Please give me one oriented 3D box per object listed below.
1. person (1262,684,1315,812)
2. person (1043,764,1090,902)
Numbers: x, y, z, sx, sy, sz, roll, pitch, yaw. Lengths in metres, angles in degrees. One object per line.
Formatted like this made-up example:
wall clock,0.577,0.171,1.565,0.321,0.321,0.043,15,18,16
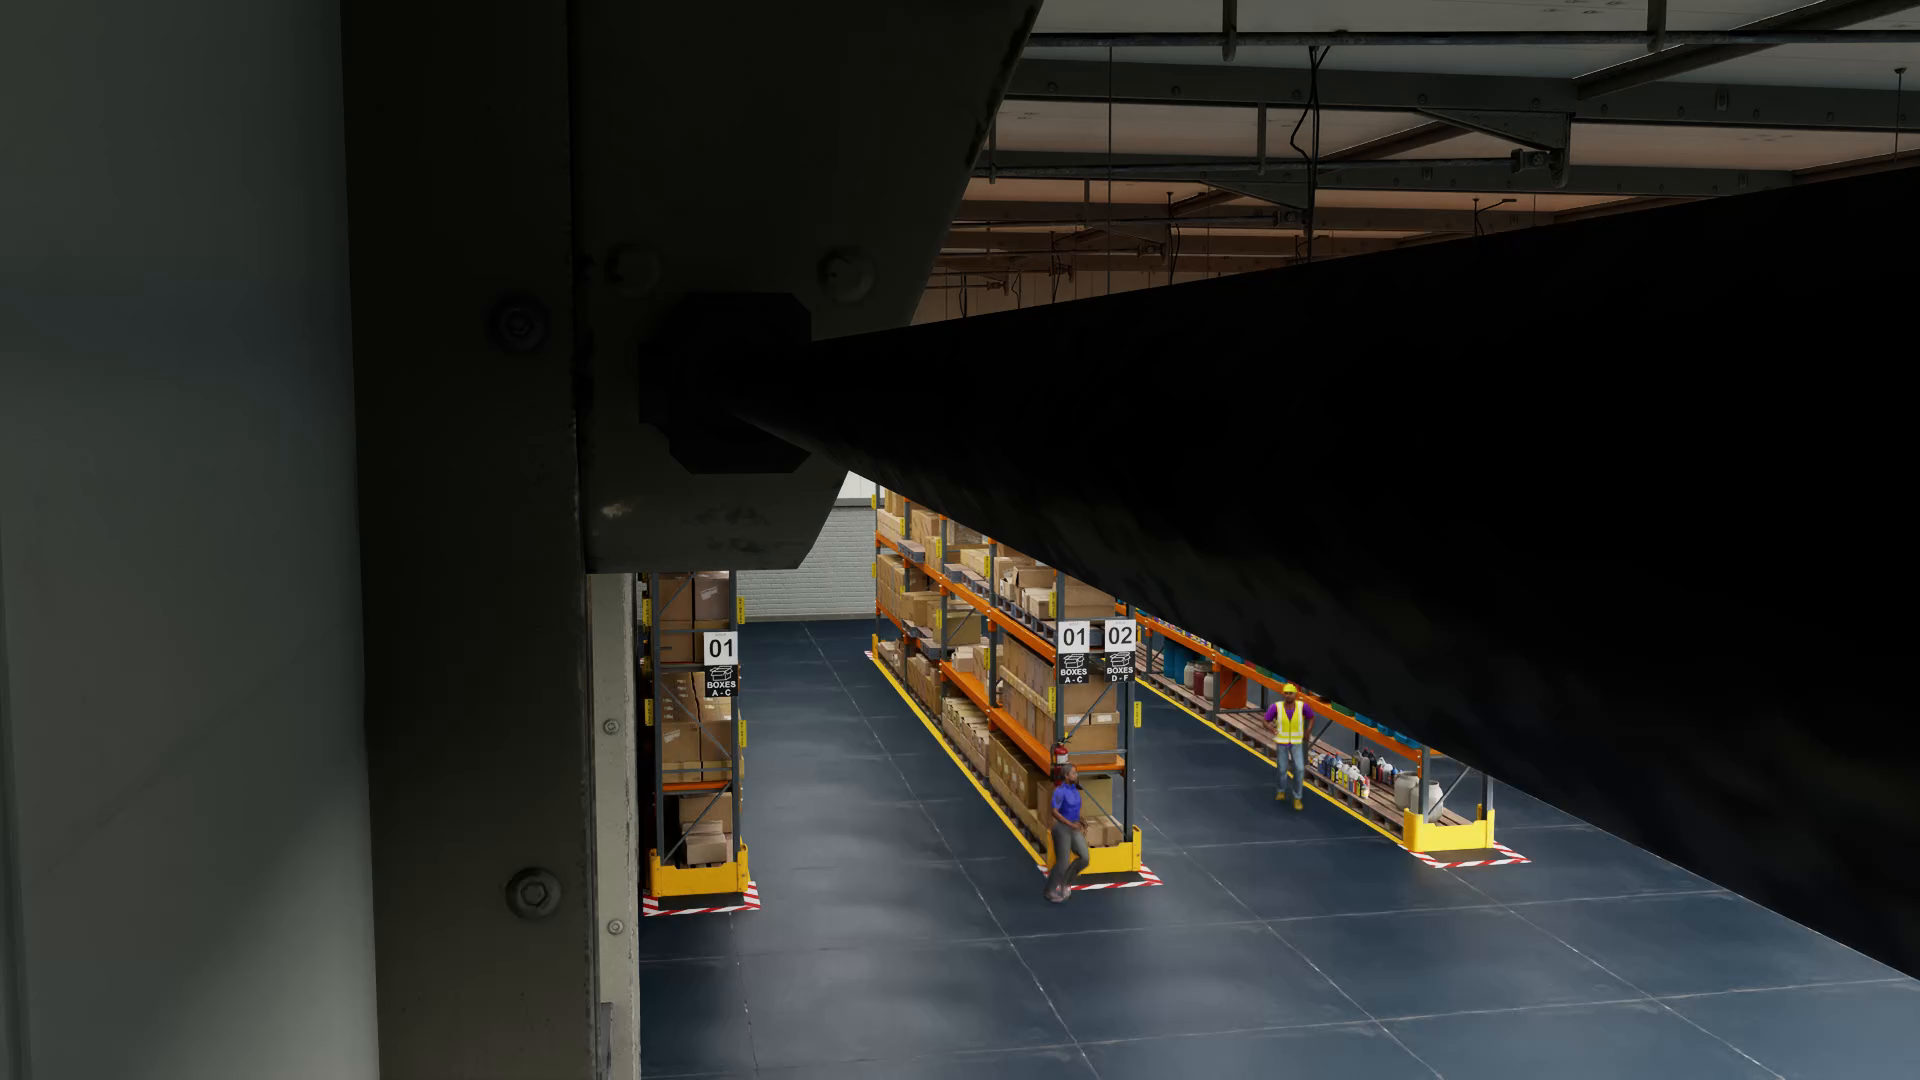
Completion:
person,4.761,2.969,24.095,0.757,1.786,0.716,1,6,8
person,1.320,3.496,19.879,0.550,1.603,0.650,4,7,36
